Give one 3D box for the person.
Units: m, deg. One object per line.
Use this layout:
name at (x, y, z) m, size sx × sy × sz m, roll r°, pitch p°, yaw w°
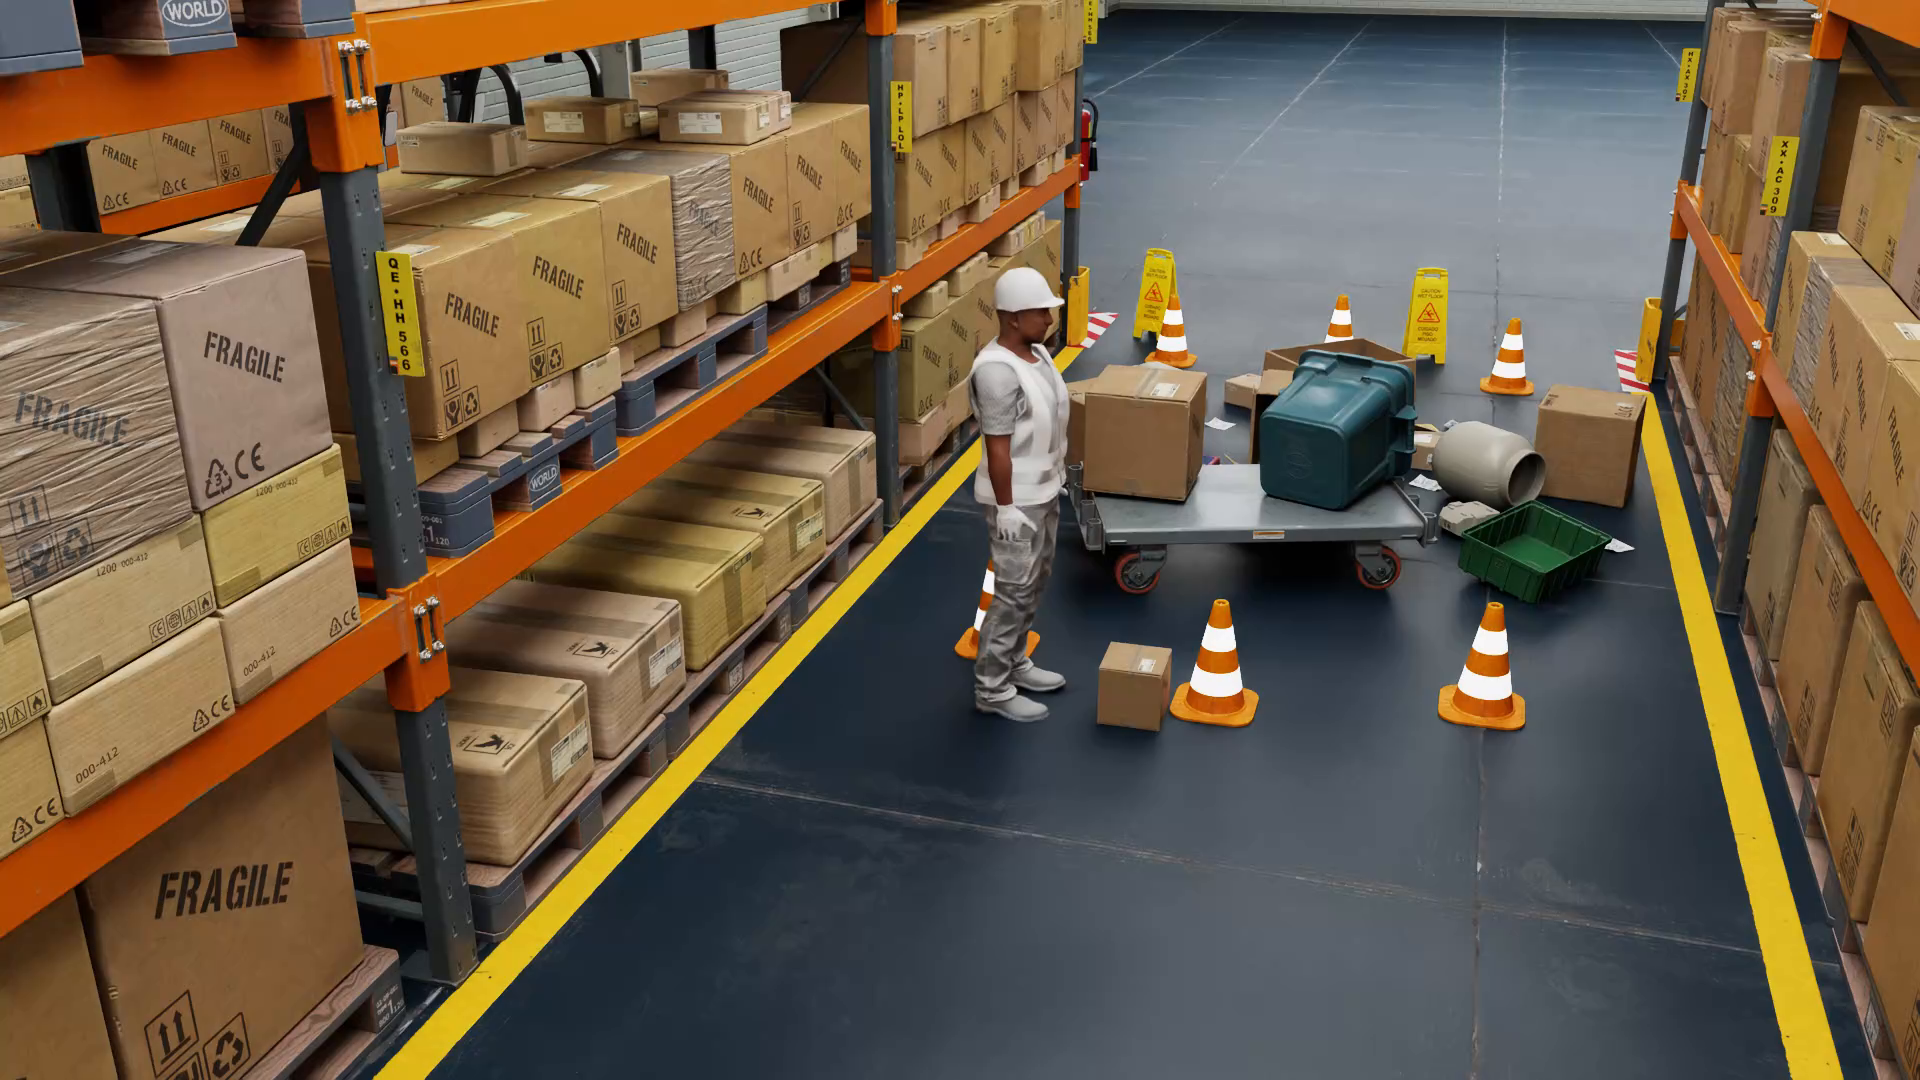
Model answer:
person at (0.237, -0.182, 6.529) m, size 0.352 × 1.786 × 0.547 m, roll 6°, pitch 23°, yaw 16°
